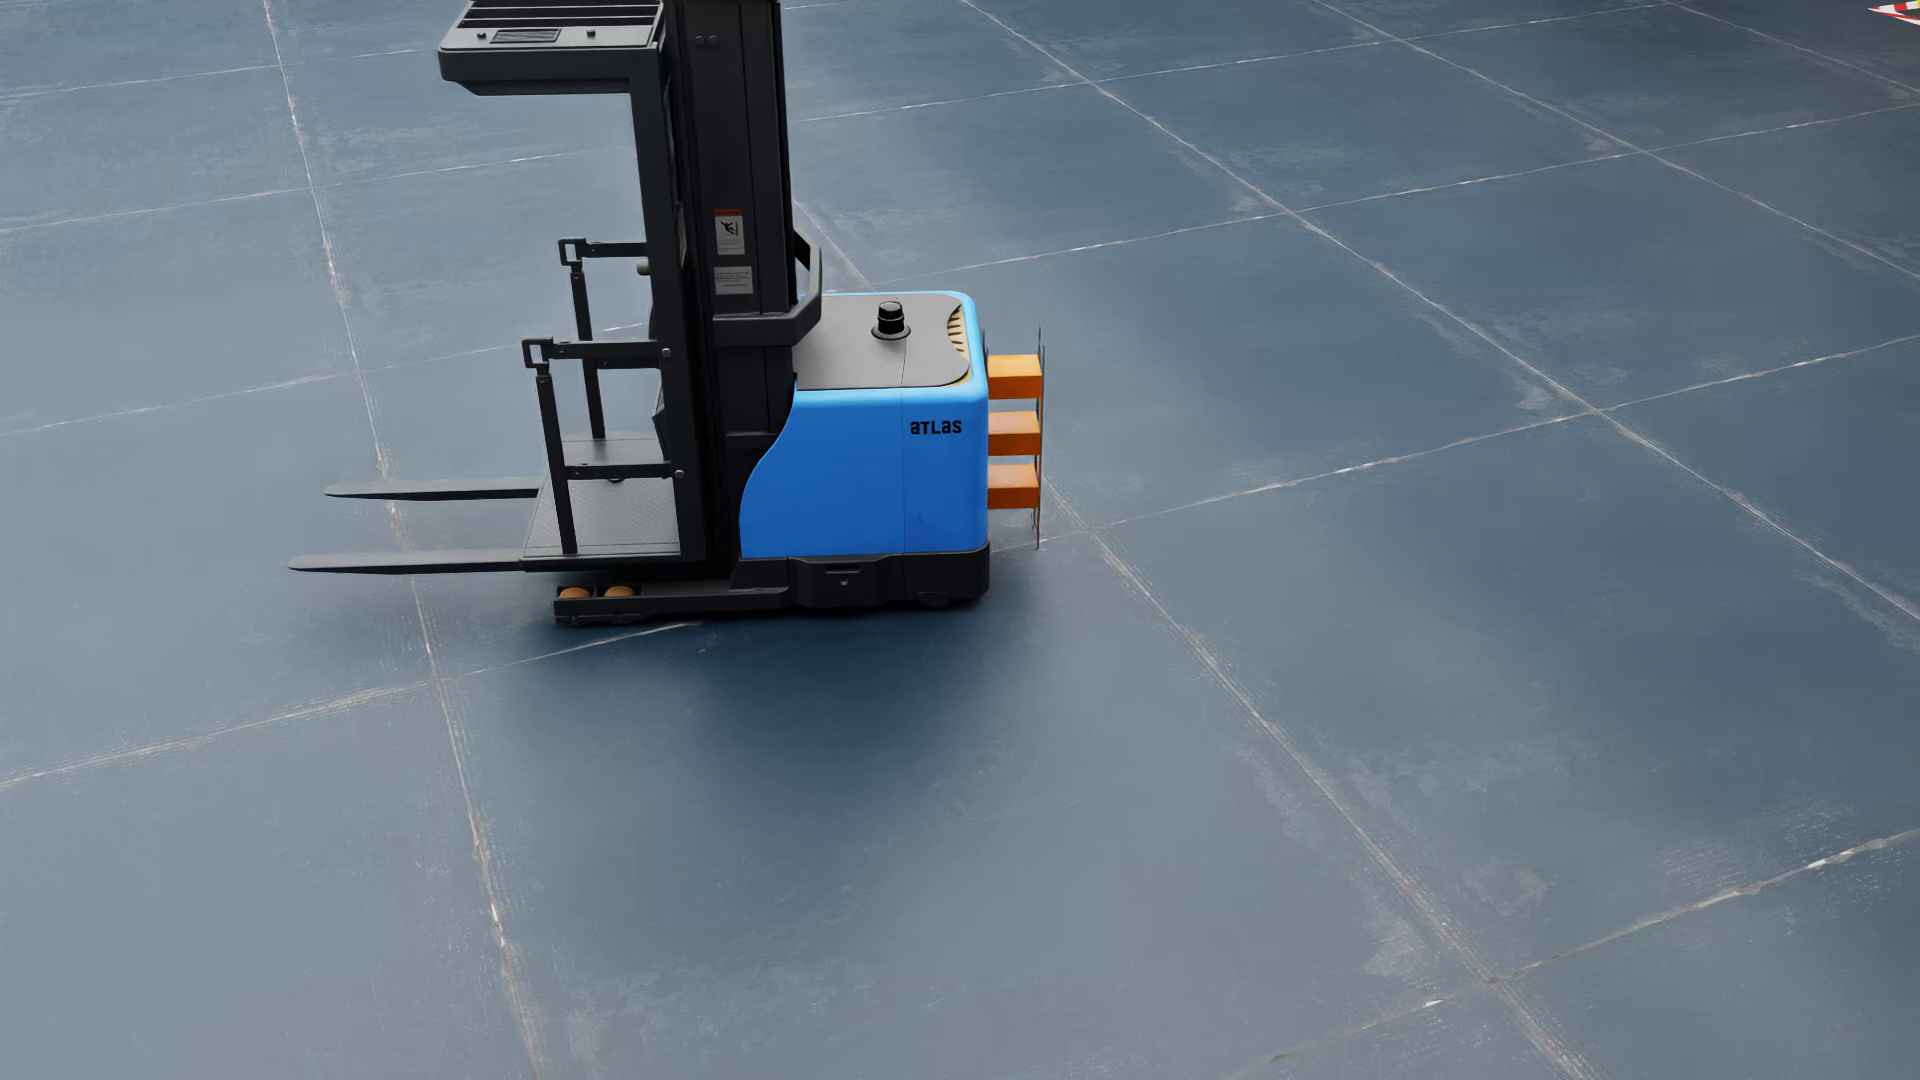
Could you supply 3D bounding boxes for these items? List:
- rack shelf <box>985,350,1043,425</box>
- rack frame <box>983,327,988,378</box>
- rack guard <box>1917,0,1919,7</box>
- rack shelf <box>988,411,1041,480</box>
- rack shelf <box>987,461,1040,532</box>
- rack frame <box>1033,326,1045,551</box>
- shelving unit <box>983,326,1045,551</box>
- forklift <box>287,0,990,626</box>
[{"bbox_3d":[0.232,-0.668,7.313,0.240,0.259,0.215,-2,33,-3],"label":"rack shelf"},{"bbox_3d":[0.110,-0.435,7.456,0.008,1.050,0.200,-2,33,-3],"label":"rack frame"},{"bbox_3d":[9.172,-4.882,14.795,0.348,0.500,1.175,-13,35,-19],"label":"rack guard"},{"bbox_3d":[0.232,-0.430,7.467,0.240,0.259,0.215,-2,33,-3],"label":"rack shelf"},{"bbox_3d":[0.232,-0.197,7.619,0.240,0.259,0.215,-2,33,-3],"label":"rack shelf"},{"bbox_3d":[0.354,-0.443,7.468,0.008,1.050,0.200,-2,33,-3],"label":"rack frame"},{"bbox_3d":[0.232,-0.439,7.462,0.252,1.050,0.215,-2,33,-3],"label":"shelving unit"},{"bbox_3d":[-1.408,-1.154,6.836,3.031,2.935,1.130,-2,33,-3],"label":"forklift"}]
